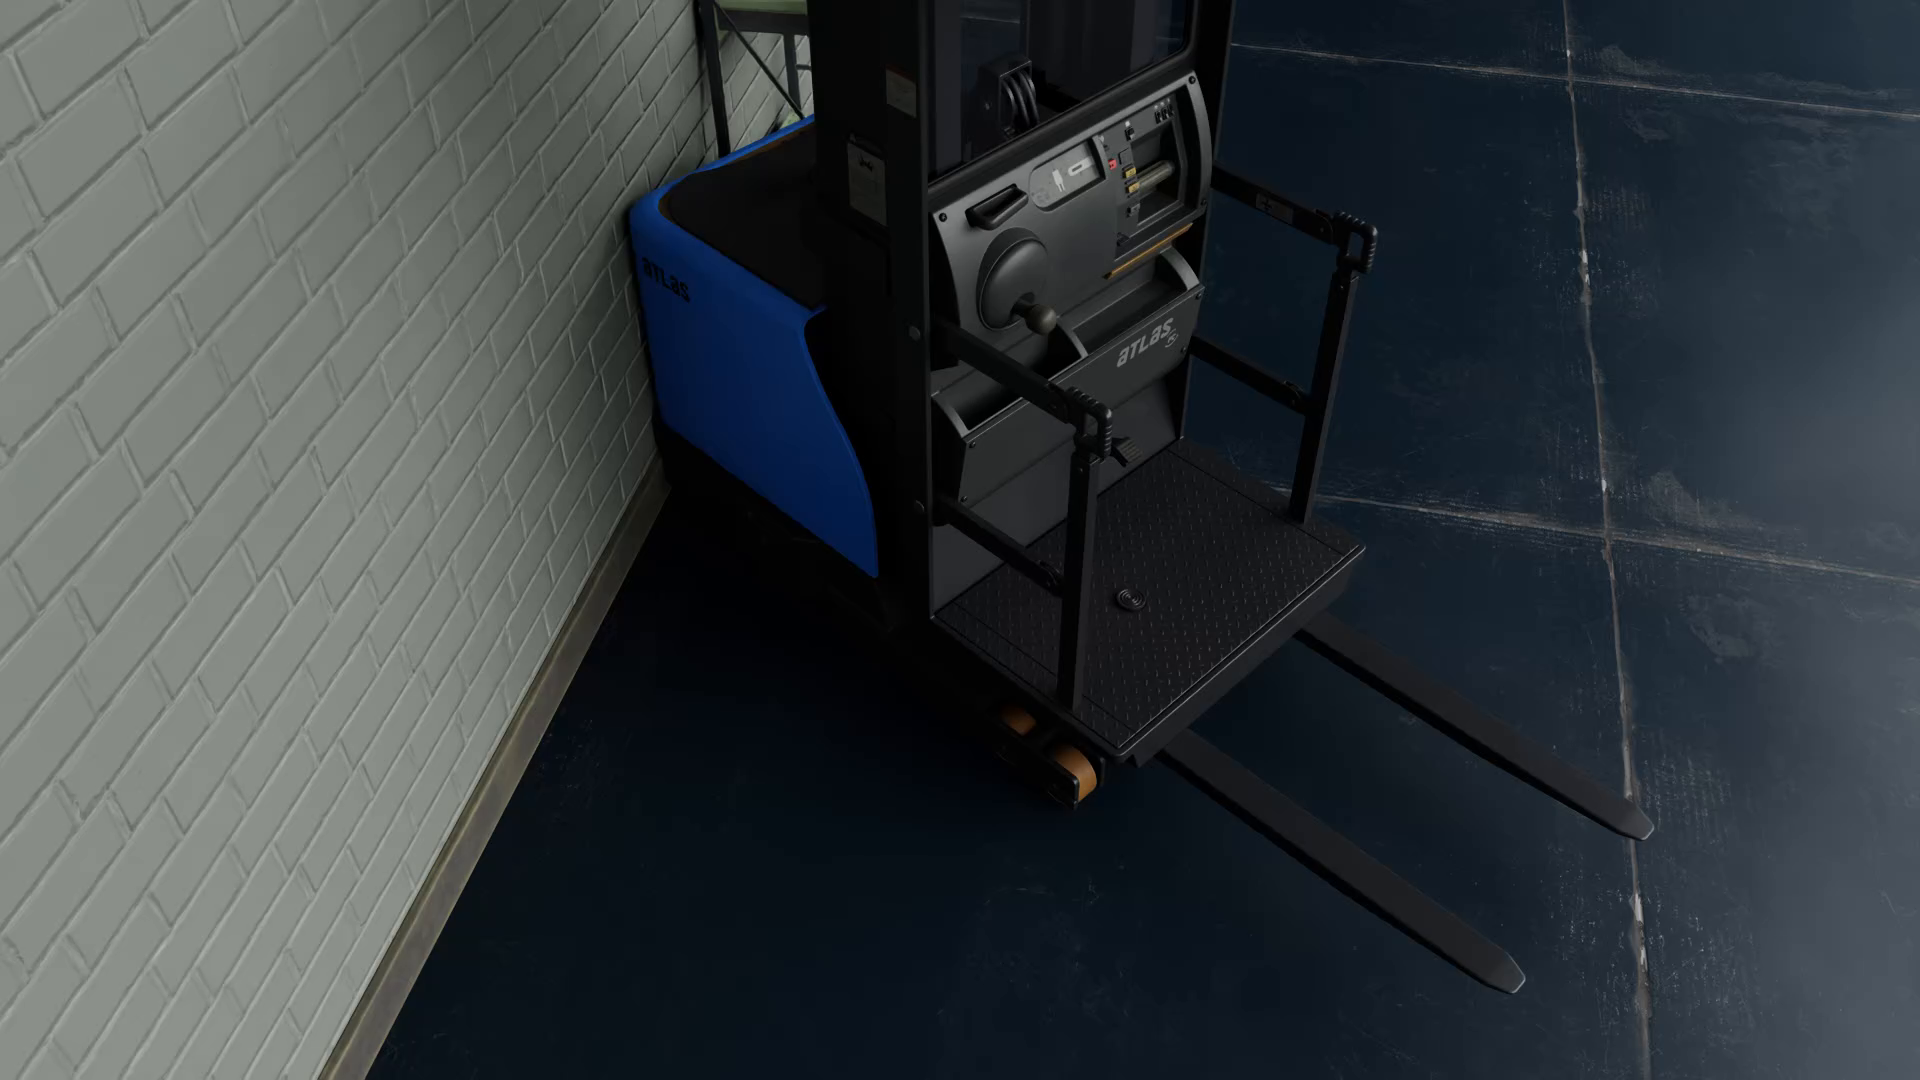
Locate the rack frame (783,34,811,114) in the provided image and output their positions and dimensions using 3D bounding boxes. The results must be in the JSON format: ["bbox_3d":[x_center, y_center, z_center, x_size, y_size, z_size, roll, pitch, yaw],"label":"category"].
[{"bbox_3d":[-0.420,-1.659,5.881,0.400,1.500,0.023,7,40,10],"label":"rack frame"}]

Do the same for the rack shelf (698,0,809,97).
[{"bbox_3d":[-0.508,-1.730,5.358,0.431,0.370,0.720,7,40,10],"label":"rack shelf"}]

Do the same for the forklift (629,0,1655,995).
[{"bbox_3d":[0.441,-0.751,3.916,3.031,2.935,1.130,35,54,31],"label":"forklift"}]

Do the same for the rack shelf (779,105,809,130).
[{"bbox_3d":[-0.490,-1.179,5.815,0.431,0.370,0.720,7,40,10],"label":"rack shelf"}]

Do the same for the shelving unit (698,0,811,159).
[{"bbox_3d":[-0.498,-1.430,5.607,0.431,1.500,0.755,7,40,10],"label":"shelving unit"}]

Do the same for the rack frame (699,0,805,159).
[{"bbox_3d":[-0.576,-1.200,5.333,0.400,1.500,0.023,7,40,10],"label":"rack frame"}]
